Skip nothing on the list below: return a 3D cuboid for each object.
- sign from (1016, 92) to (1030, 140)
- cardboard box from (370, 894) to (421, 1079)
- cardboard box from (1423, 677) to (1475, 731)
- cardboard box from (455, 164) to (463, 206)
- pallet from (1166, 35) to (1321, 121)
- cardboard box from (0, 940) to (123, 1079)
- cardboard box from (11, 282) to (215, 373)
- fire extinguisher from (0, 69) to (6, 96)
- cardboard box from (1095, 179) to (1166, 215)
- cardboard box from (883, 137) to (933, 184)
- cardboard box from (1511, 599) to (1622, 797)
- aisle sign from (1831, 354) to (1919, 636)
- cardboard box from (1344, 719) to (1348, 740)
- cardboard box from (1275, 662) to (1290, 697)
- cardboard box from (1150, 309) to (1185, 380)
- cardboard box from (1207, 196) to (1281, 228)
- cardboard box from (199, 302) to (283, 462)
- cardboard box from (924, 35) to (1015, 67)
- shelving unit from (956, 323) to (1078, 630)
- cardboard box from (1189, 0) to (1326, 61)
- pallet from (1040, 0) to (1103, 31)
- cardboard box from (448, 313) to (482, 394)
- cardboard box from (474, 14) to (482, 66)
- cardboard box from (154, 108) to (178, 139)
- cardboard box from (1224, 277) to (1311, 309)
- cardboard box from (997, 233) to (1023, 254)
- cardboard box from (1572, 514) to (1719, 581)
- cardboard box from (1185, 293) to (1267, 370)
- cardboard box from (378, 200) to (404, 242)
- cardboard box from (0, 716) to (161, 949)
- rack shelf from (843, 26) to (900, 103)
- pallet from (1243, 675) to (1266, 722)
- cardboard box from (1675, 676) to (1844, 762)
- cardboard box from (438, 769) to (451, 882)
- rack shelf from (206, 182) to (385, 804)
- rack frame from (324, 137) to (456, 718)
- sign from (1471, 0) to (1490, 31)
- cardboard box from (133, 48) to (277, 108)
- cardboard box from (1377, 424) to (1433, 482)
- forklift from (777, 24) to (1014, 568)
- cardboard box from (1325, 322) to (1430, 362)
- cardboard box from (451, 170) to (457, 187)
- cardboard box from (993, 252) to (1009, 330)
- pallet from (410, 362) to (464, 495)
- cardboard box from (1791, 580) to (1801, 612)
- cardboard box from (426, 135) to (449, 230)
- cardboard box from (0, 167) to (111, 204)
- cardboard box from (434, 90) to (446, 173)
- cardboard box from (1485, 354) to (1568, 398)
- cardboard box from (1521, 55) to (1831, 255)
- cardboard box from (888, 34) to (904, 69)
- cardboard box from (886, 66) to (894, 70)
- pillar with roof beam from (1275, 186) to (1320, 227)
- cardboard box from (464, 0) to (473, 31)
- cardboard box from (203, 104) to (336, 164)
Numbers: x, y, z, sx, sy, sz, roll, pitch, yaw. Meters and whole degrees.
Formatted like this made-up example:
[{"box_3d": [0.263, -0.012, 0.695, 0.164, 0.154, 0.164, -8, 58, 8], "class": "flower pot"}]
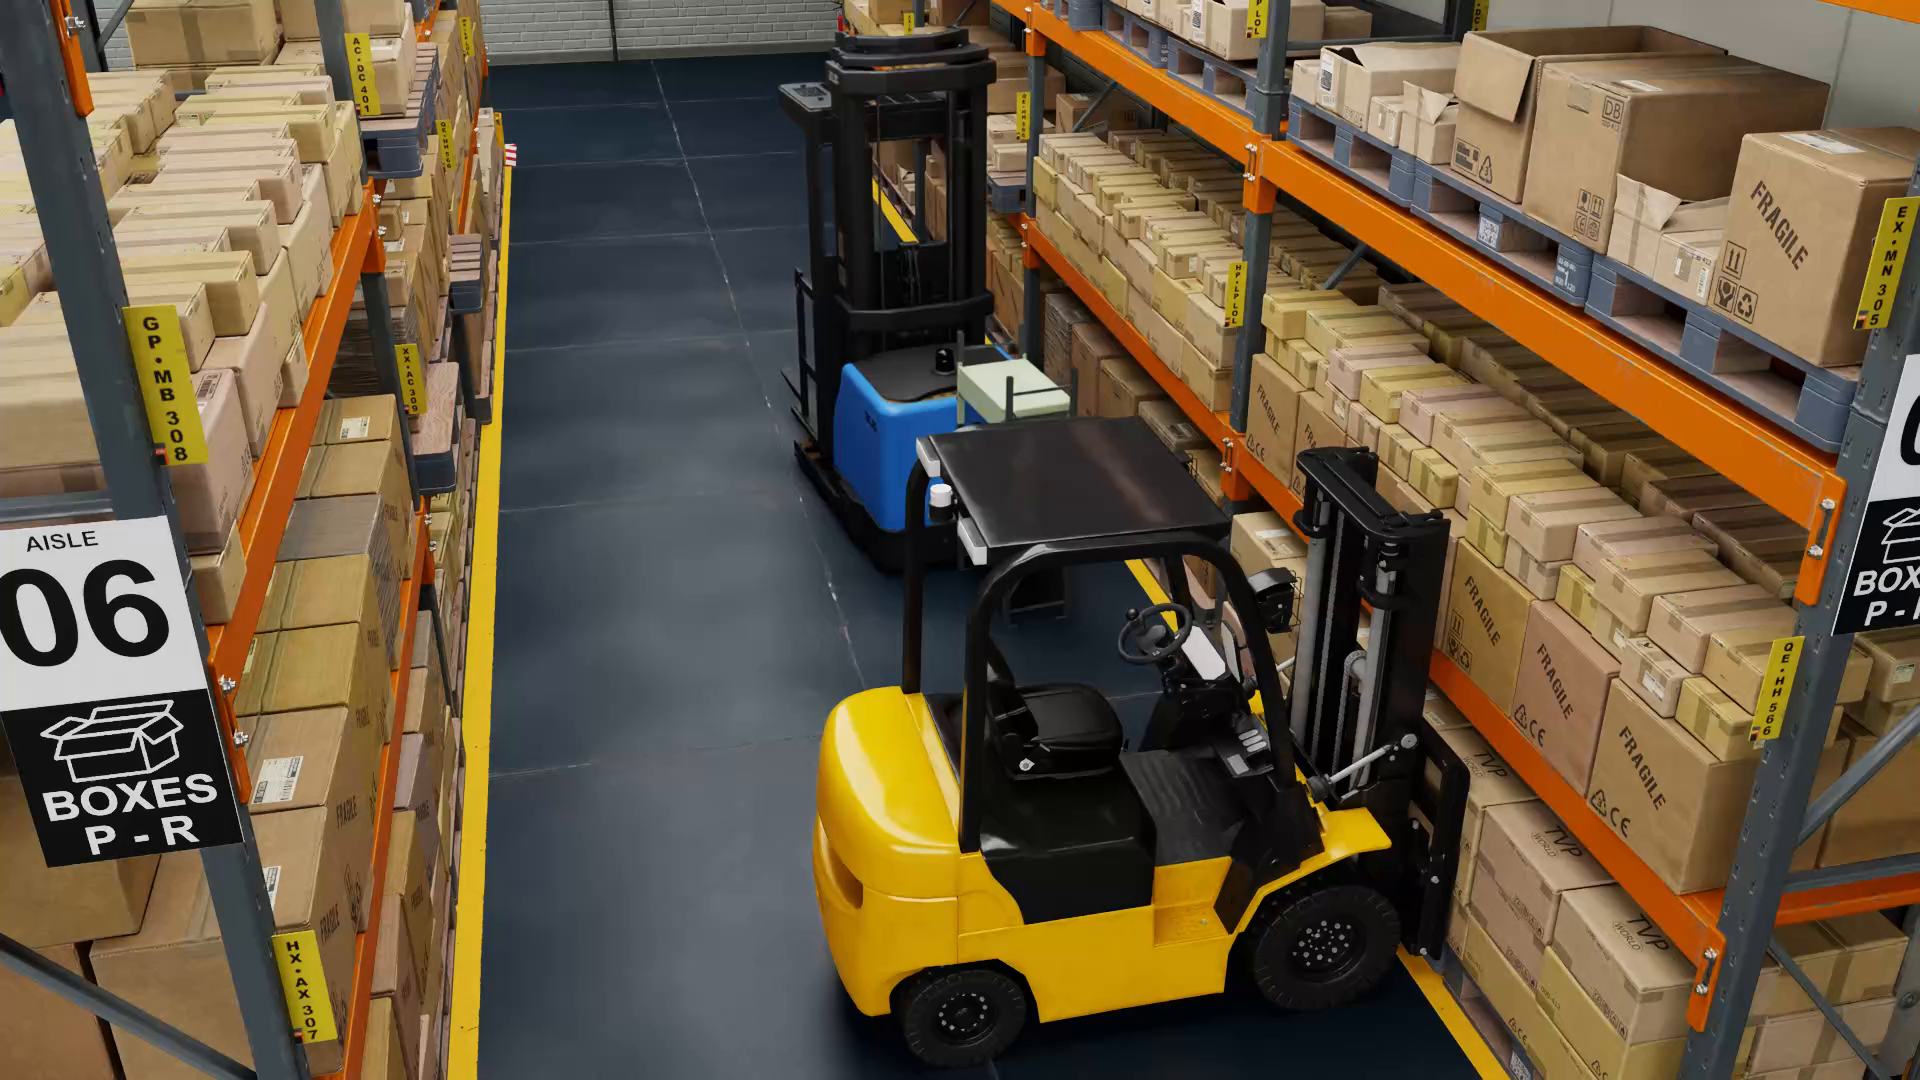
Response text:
[{"box_3d": [0.444, -2.951, 11.570, 0.100, 0.325, 0.005, -6, 27, -12], "class": "sign"}, {"box_3d": [-2.102, 1.573, 5.558, 0.500, 0.500, 0.500, -7, 28, -14], "class": "cardboard box"}, {"box_3d": [2.015, 0.740, 6.932, 0.500, 0.250, 0.500, -7, 28, -13], "class": "cardboard box"}, {"box_3d": [-3.975, -2.651, 12.339, 0.500, 0.250, 0.500, -5, 27, -10], "class": "cardboard box"}, {"box_3d": [1.661, -2.412, 8.583, 0.805, 0.209, 1.217, -7, 28, -14], "class": "pallet"}, {"box_3d": [-2.452, 1.102, 4.297, 0.500, 0.500, 0.500, -6, 27, -13], "class": "cardboard box"}, {"box_3d": [-2.012, -0.495, 3.967, 0.380, 0.149, 0.250, -6, 27, -12], "class": "cardboard box"}, {"box_3d": [-10.074, -4.944, 17.216, 0.296, 0.674, 0.183, -6, 27, -12], "class": "fire extinguisher"}, {"box_3d": [1.057, -2.127, 10.305, 0.380, 0.149, 0.250, -5, 27, -11], "class": "cardboard box"}, {"box_3d": [-0.398, -3.999, 17.152, 0.700, 0.500, 0.500, -7, 28, -14], "class": "cardboard box"}, {"box_3d": [2.299, 0.521, 5.778, 0.500, 0.500, 0.500, -5, 27, -10], "class": "cardboard box"}, {"box_3d": [2.502, -0.118, 4.270, 0.394, 0.787, 0.004, -6, 27, -12], "class": "aisle sign"}, {"box_3d": [1.898, 0.731, 7.504, 0.500, 0.250, 0.500, -6, 27, -12], "class": "cardboard box"}, {"box_3d": [1.788, 0.735, 8.050, 0.500, 0.250, 0.500, -7, 28, -13], "class": "cardboard box"}, {"box_3d": [1.385, -1.120, 9.307, 0.500, 0.250, 0.500, -6, 27, -12], "class": "cardboard box"}, {"box_3d": [1.704, -1.957, 9.967, 0.380, 0.149, 0.250, -6, 27, -11], "class": "cardboard box"}, {"box_3d": [-2.019, -0.385, 4.192, 0.500, 0.250, 0.500, -6, 27, -12], "class": "cardboard box"}, {"box_3d": [0.077, -4.054, 14.376, 0.700, 0.500, 0.500, -6, 27, -11], "class": "cardboard box"}, {"box_3d": [0.302, -0.359, 9.298, 0.431, 1.500, 0.755, -9, 28, -18], "class": "shelving unit"}, {"box_3d": [1.472, -2.597, 8.259, 0.500, 0.311, 0.500, -7, 28, -13], "class": "cardboard box"}, {"box_3d": [1.211, -3.494, 10.725, 1.213, 0.211, 1.003, -5, 27, -9], "class": "pallet"}, {"box_3d": [-3.939, -1.573, 11.930, 0.875, 0.875, 0.875, -6, 27, -12], "class": "cardboard box"}, {"box_3d": [-5.077, -4.948, 16.613, 0.500, 0.500, 0.500, -5, 27, -10], "class": "cardboard box"}, {"box_3d": [-3.131, -1.451, 6.303, 0.500, 0.250, 0.500, -7, 28, -13], "class": "cardboard box"}, {"box_3d": [1.579, -1.234, 8.535, 0.380, 0.149, 0.250, -5, 27, -10], "class": "cardboard box"}, {"box_3d": [0.504, -2.317, 13.101, 0.380, 0.149, 0.250, -7, 28, -13], "class": "cardboard box"}, {"box_3d": [2.333, 0.047, 5.668, 0.380, 0.149, 0.250, -6, 27, -11], "class": "cardboard box"}, {"box_3d": [1.512, -1.118, 8.748, 0.500, 0.250, 0.500, -7, 28, -13], "class": "cardboard box"}, {"box_3d": [-3.070, -1.630, 8.523, 0.380, 0.149, 0.250, -4, 27, -9], "class": "cardboard box"}, {"box_3d": [-2.389, 0.663, 4.056, 0.700, 0.500, 0.500, -7, 28, -13], "class": "cardboard box"}, {"box_3d": [-0.382, -4.841, 17.311, 1.077, 0.370, 4.000, -6, 27, -12], "class": "rack shelf"}, {"box_3d": [2.010, 0.826, 8.380, 1.003, 0.211, 1.213, -6, 27, -12], "class": "pallet"}, {"box_3d": [2.422, 0.526, 5.049, 0.380, 0.149, 0.250, -6, 27, -11], "class": "cardboard box"}, {"box_3d": [-2.438, 1.238, 7.053, 0.500, 0.250, 0.500, -7, 28, -13], "class": "cardboard box"}, {"box_3d": [-2.512, -0.407, 5.196, 1.077, 0.370, 4.000, -6, 27, -12], "class": "rack shelf"}, {"box_3d": [-2.963, -0.267, 7.449, 1.000, 3.000, 0.127, -6, 27, -12], "class": "rack frame"}, {"box_3d": [2.412, -2.435, 7.754, 0.100, 0.325, 0.005, -6, 27, -12], "class": "sign"}, {"box_3d": [-3.236, -1.968, 7.192, 0.500, 0.250, 0.500, -6, 28, -13], "class": "cardboard box"}, {"box_3d": [1.948, -0.375, 6.833, 0.380, 0.149, 0.250, -7, 28, -13], "class": "cardboard box"}, {"box_3d": [-0.476, -1.787, 10.538, 1.130, 2.935, 3.031, -9, 28, -18], "class": "forklift"}, {"box_3d": [1.868, -0.853, 7.449, 0.380, 0.149, 0.250, -6, 27, -13], "class": "cardboard box"}, {"box_3d": [-3.854, -2.653, 11.790, 0.500, 0.250, 0.500, -5, 27, -10], "class": "cardboard box"}, {"box_3d": [0.563, -1.985, 13.161, 0.500, 0.500, 0.500, -6, 27, -12], "class": "cardboard box"}, {"box_3d": [-2.994, -0.531, 8.187, 1.003, 0.211, 1.213, -6, 27, -12], "class": "pallet"}, {"box_3d": [2.907, 0.224, 5.316, 0.380, 0.149, 0.250, -5, 27, -10], "class": "cardboard box"}, {"box_3d": [-3.491, -2.216, 10.405, 0.500, 0.500, 0.500, -7, 28, -13], "class": "cardboard box"}, {"box_3d": [-2.779, -1.004, 4.975, 0.380, 0.149, 0.250, -5, 27, -11], "class": "cardboard box"}, {"box_3d": [-3.737, -2.755, 11.159, 0.500, 0.500, 0.500, -7, 28, -13], "class": "cardboard box"}, {"box_3d": [2.484, -0.681, 7.110, 0.380, 0.149, 0.250, -6, 27, -12], "class": "cardboard box"}, {"box_3d": [2.303, -1.262, 5.404, 0.700, 0.500, 0.500, -6, 27, -11], "class": "cardboard box"}, {"box_3d": [-0.411, -4.767, 16.203, 0.500, 0.250, 0.500, -6, 27, -11], "class": "cardboard box"}, {"box_3d": [-0.528, -4.738, 16.586, 0.380, 0.149, 0.250, -6, 27, -12], "class": "cardboard box"}, {"box_3d": [-2.052, -4.289, 8.760, 9.100, 9.000, 0.400, -6, 27, -12], "class": "pillar with roof beam"}, {"box_3d": [-4.850, -4.952, 15.511, 0.500, 0.500, 0.500, -5, 27, -11], "class": "cardboard box"}, {"box_3d": [-2.388, -1.402, 5.764, 0.380, 0.149, 0.250, -5, 27, -10], "class": "cardboard box"}]
